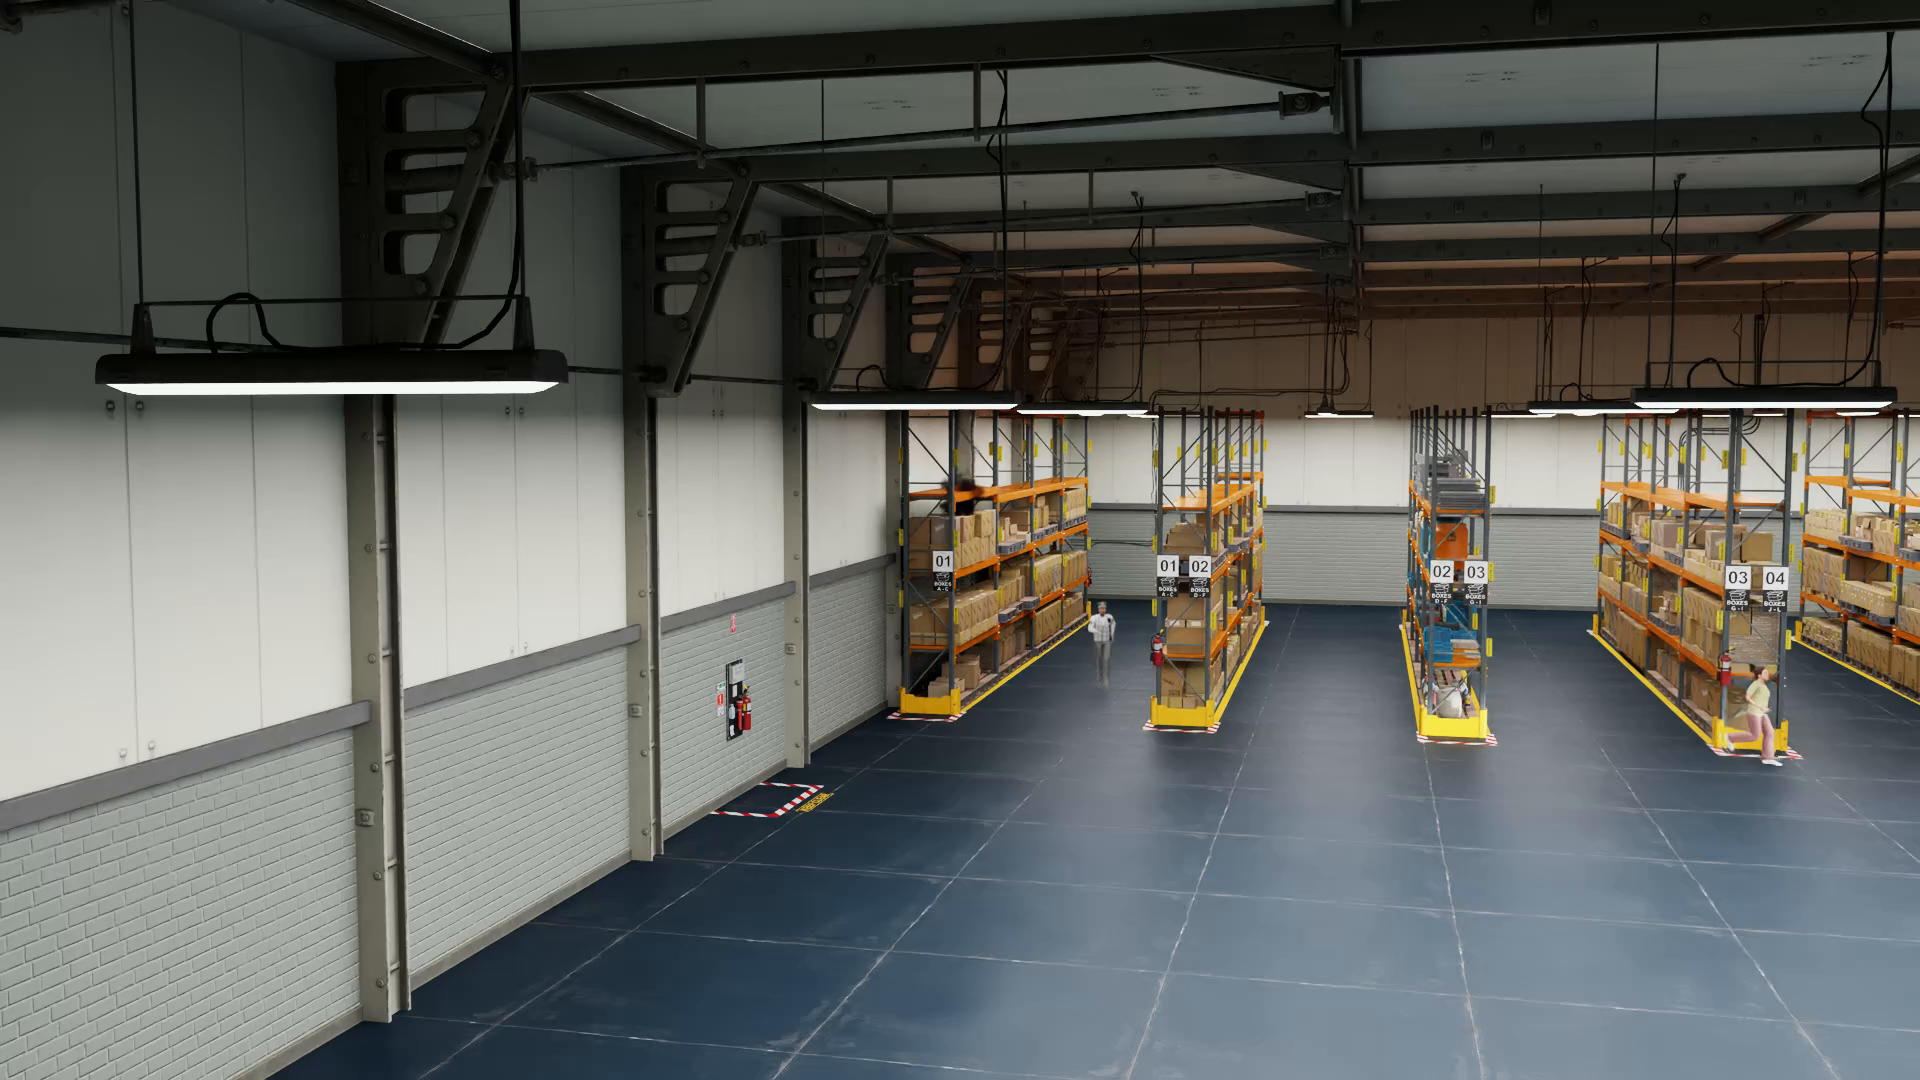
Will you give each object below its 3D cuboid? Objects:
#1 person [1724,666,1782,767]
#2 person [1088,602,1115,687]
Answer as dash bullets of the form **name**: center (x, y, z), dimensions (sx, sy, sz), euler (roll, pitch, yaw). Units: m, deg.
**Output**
- **person**: center (13.309, 2.917, 27.810), dimensions (0.584, 1.643, 0.934), euler (-4, 6, -42)
- **person**: center (2.933, 2.123, 34.416), dimensions (0.562, 1.734, 0.813), euler (0, 4, 5)
